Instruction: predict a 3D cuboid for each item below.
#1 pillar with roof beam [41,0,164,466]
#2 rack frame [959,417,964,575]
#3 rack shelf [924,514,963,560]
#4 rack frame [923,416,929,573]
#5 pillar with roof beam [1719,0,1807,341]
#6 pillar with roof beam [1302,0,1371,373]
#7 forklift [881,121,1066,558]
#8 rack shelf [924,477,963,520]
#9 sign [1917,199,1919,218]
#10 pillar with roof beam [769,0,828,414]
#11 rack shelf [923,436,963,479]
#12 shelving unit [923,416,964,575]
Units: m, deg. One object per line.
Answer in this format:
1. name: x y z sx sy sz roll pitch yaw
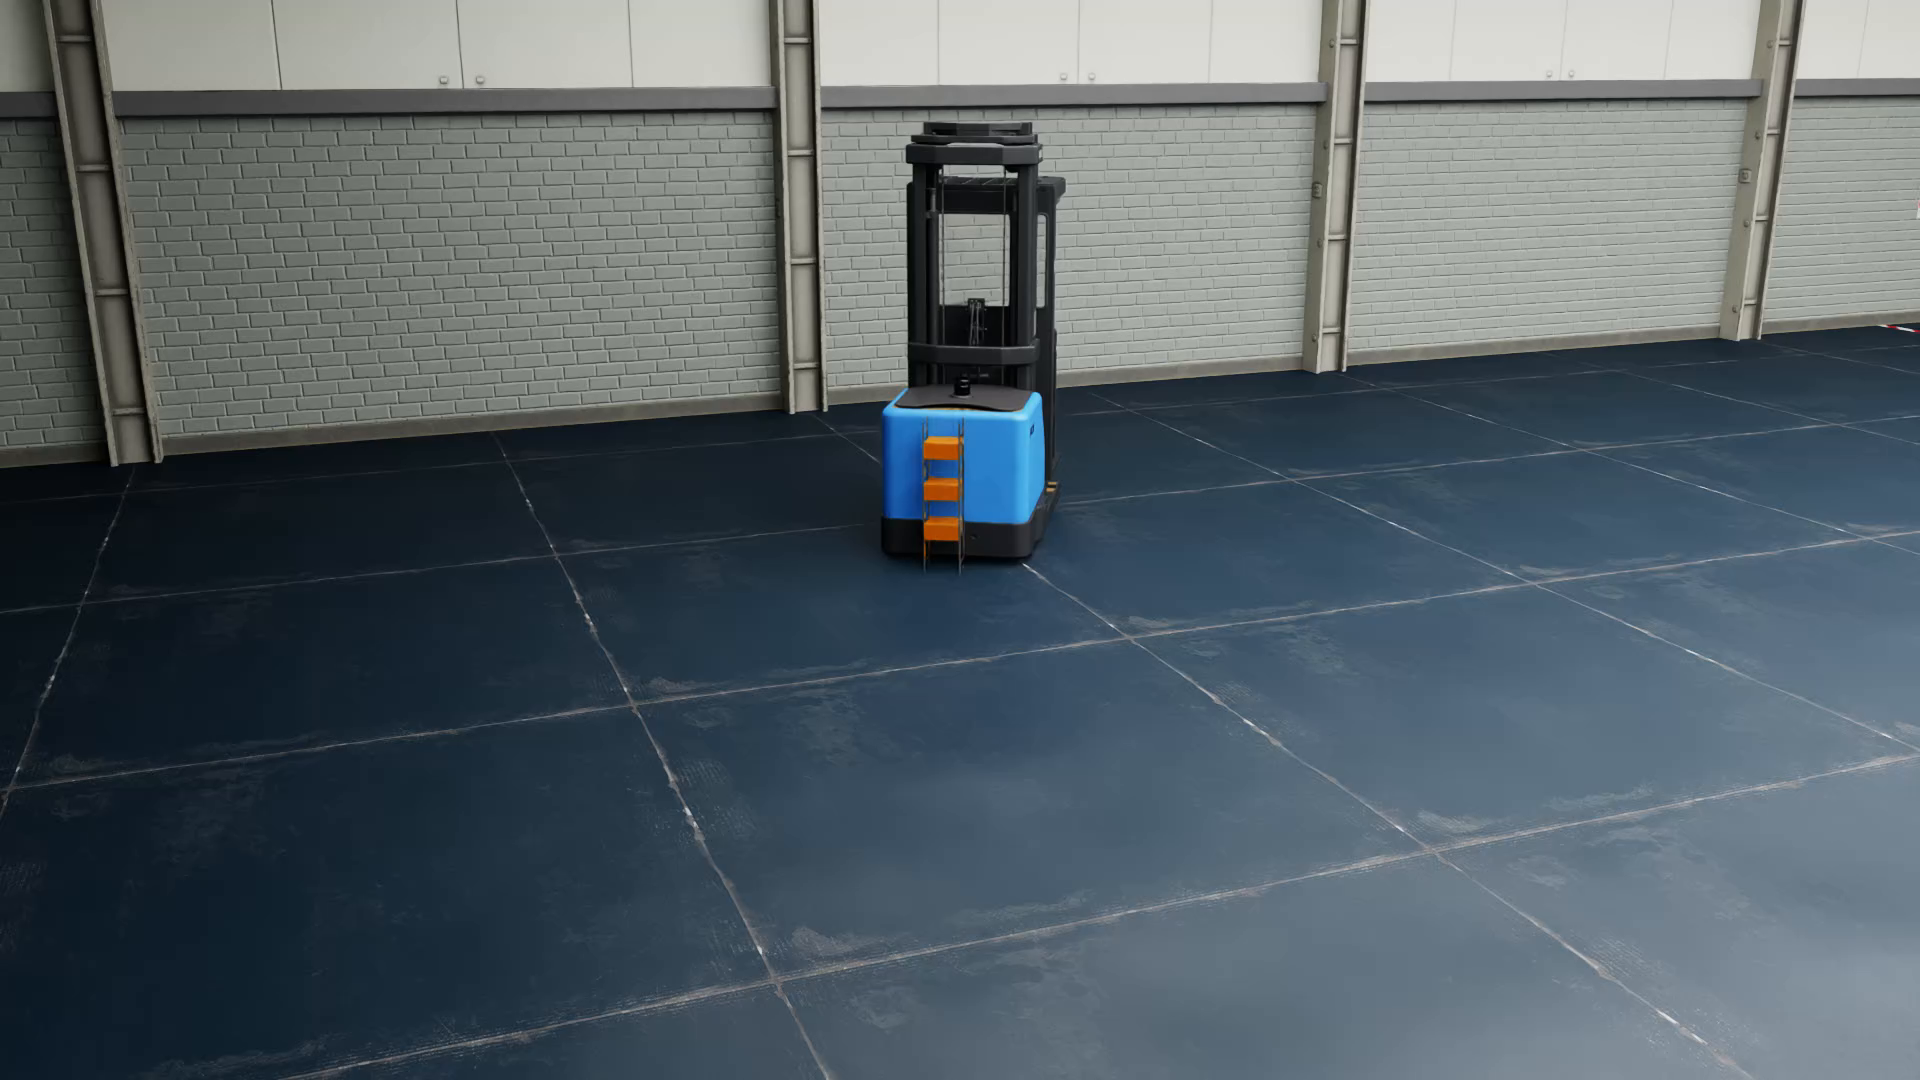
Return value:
1. pillar with roof beam: -5.605 -3.875 9.322 0.400 9.000 9.100 -6 17 -20
2. rack frame: 0.011 -0.295 11.241 0.008 1.050 0.200 2 17 8
3. rack shelf: -0.110 -0.024 11.339 0.240 0.259 0.215 2 17 8
4. rack frame: -0.231 -0.305 11.275 0.008 1.050 0.200 2 17 8
5. pillar with roof beam: 11.203 -5.689 15.501 0.400 9.000 9.100 -6 17 -20
6. pillar with roof beam: 5.600 -5.084 13.441 0.400 9.000 9.100 -6 17 -20
7. forklift: 0.194 -1.656 12.535 1.130 2.935 3.031 3 17 9
8. rack shelf: -0.110 -0.290 11.261 0.240 0.259 0.215 2 17 8
9. sign: 12.391 -4.298 21.347 0.234 0.329 0.001 -6 17 -20
10. pillar with roof beam: -0.003 -4.480 11.381 0.400 9.000 9.100 -6 17 -20
11. rack shelf: -0.110 -0.563 11.181 0.240 0.259 0.215 2 17 8
12. shelving unit: -0.110 -0.300 11.258 0.252 1.050 0.215 2 17 8
